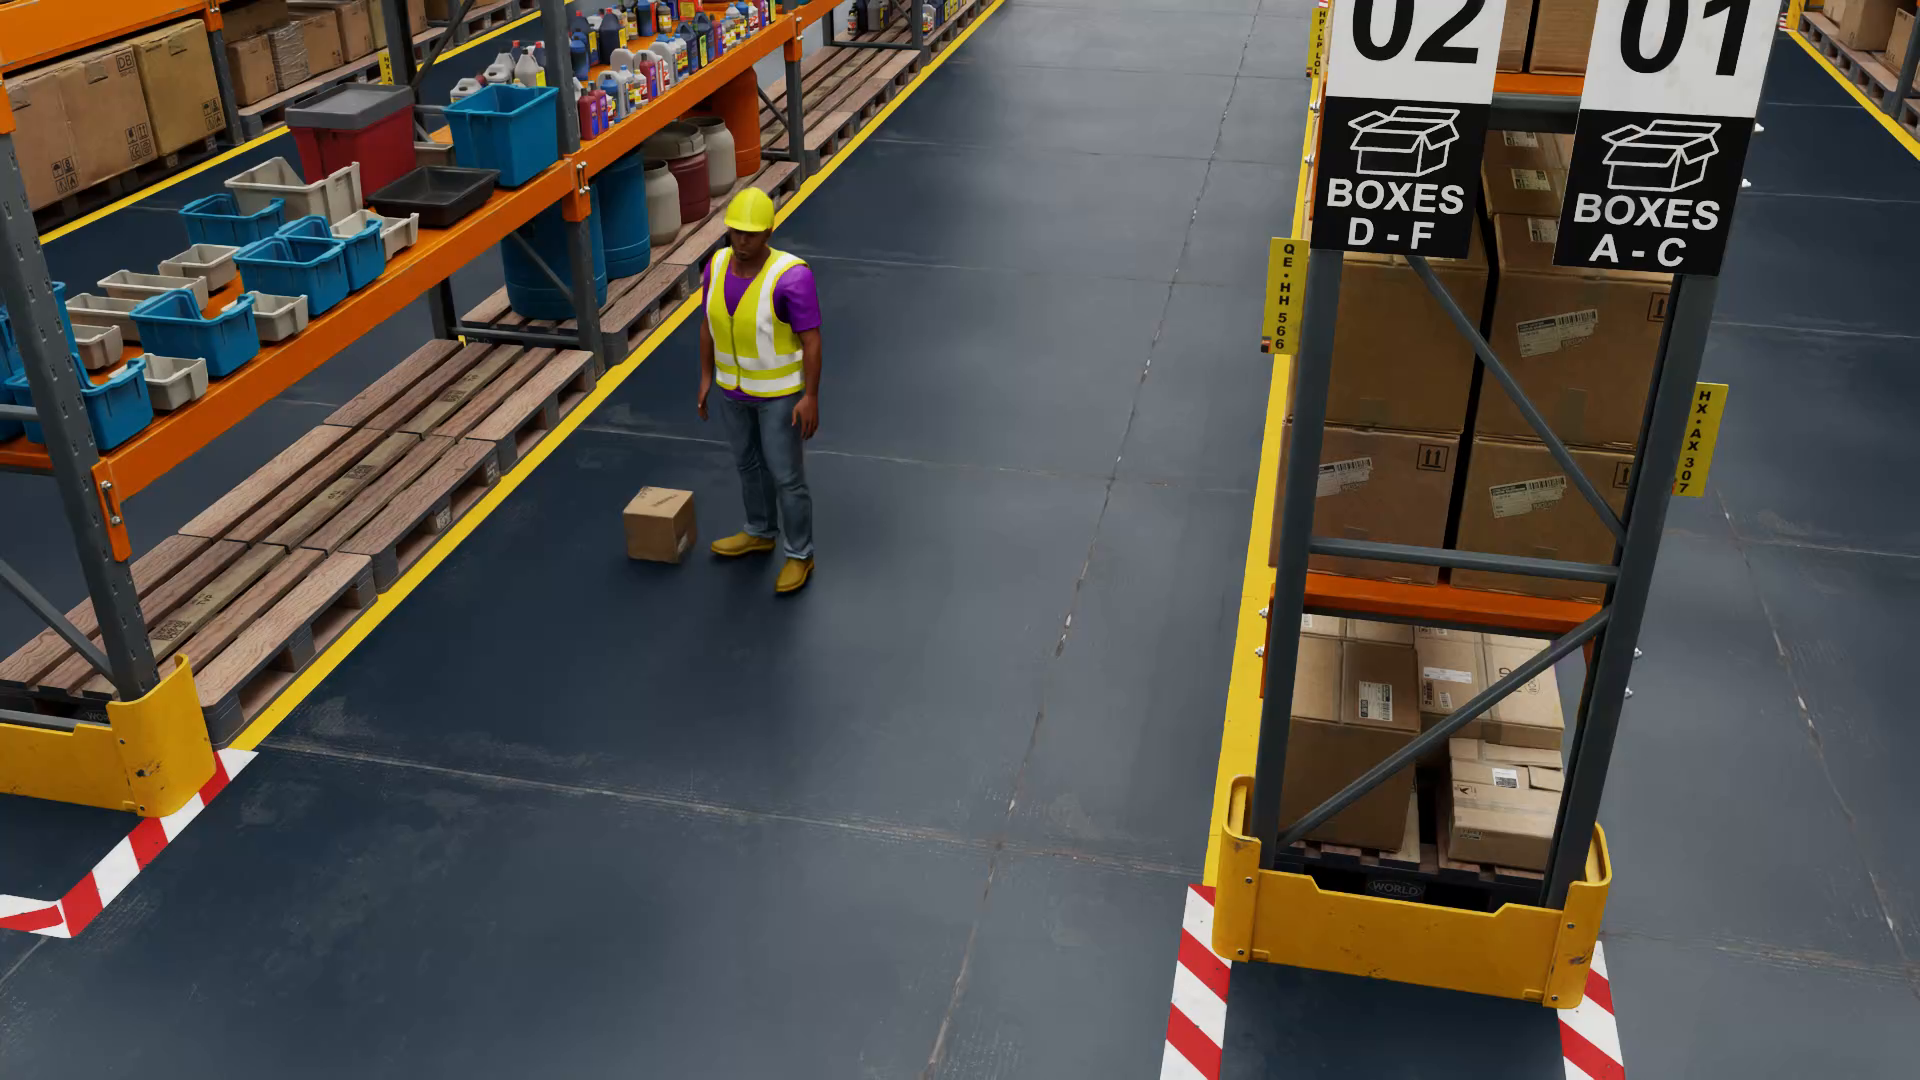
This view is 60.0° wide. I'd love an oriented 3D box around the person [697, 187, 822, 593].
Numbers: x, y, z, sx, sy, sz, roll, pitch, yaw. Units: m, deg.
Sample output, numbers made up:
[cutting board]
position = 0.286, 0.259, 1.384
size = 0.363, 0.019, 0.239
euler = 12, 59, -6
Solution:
[person]
position = -0.872, -0.656, 7.249
size = 0.629, 1.771, 0.376
euler = 18, 33, 30
